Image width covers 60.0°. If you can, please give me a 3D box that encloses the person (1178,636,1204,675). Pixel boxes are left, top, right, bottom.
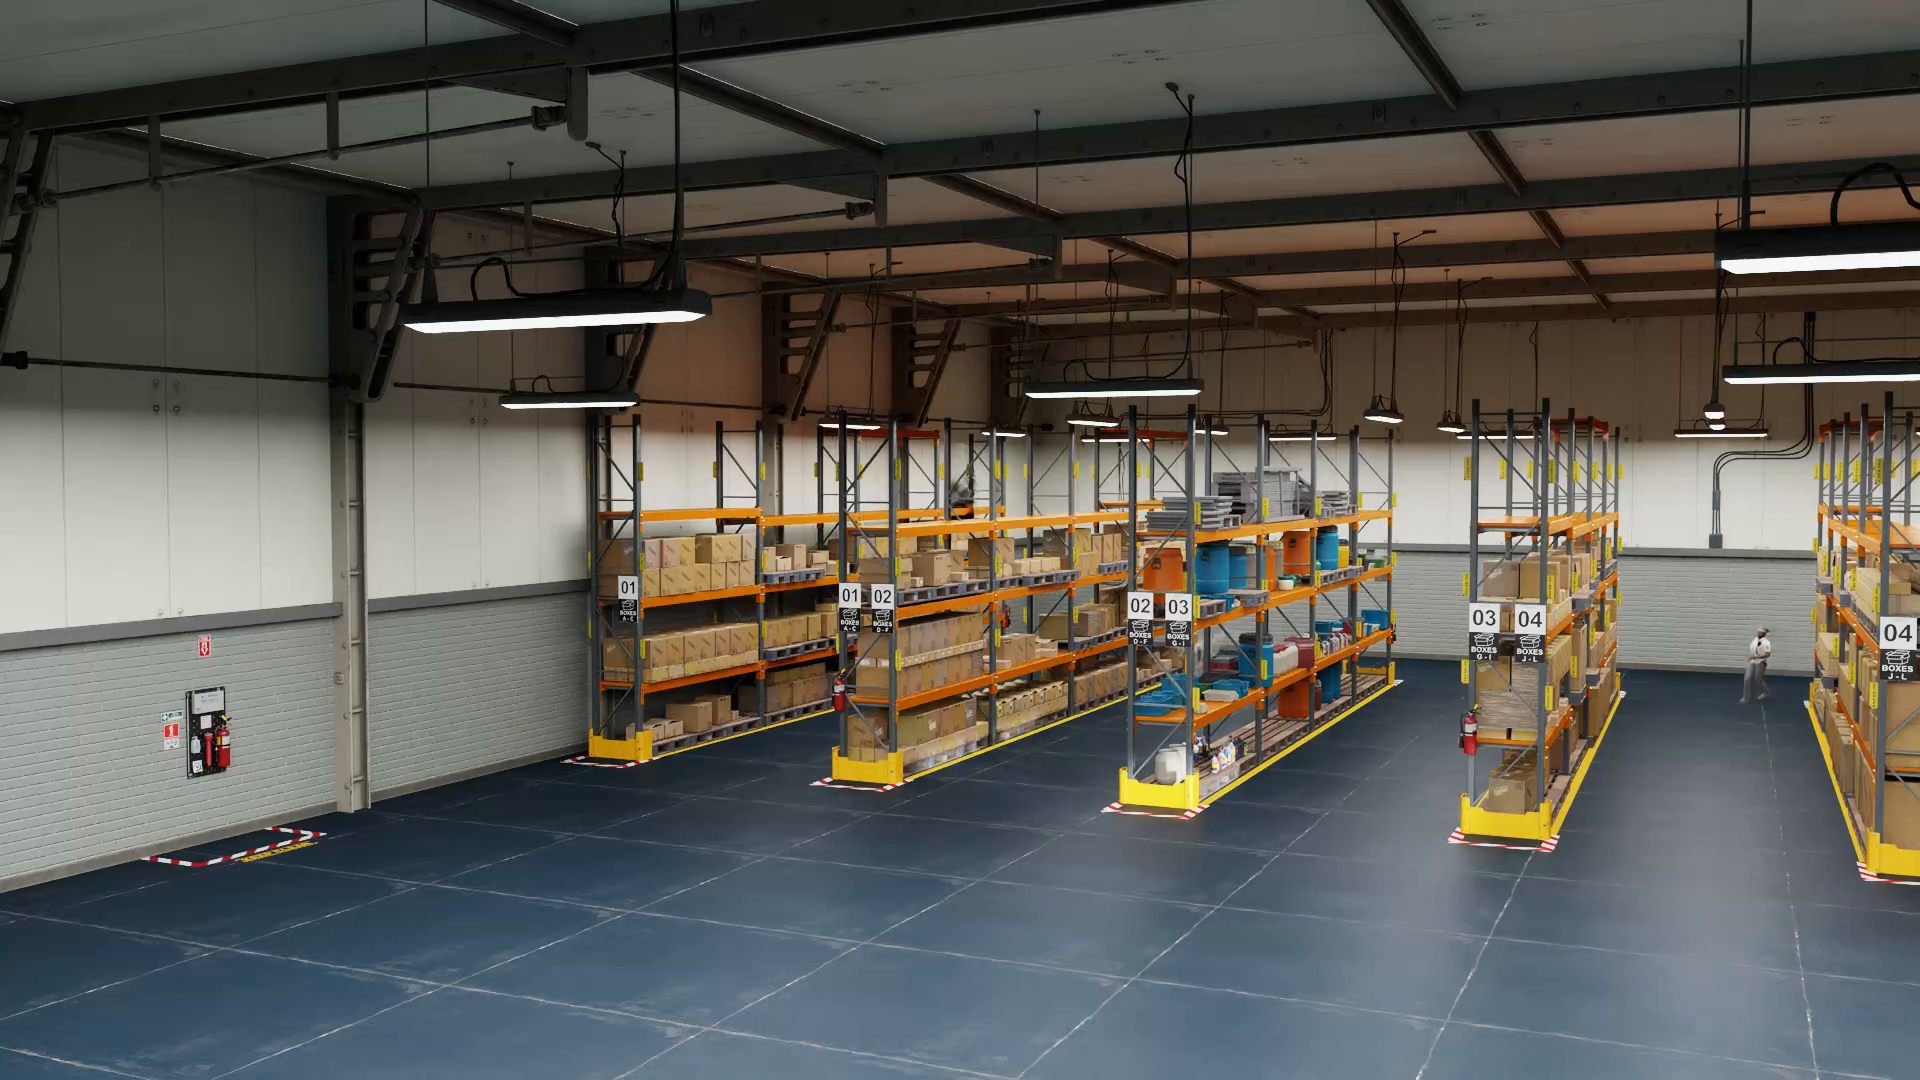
[{"bbox_3d":[4.890,2.745,35.165,0.534,1.615,0.863,1,2,16],"label":"person"}]

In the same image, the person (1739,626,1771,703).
[{"bbox_3d":[17.302,2.695,35.954,0.806,1.699,0.596,-1,3,-22],"label":"person"}]
